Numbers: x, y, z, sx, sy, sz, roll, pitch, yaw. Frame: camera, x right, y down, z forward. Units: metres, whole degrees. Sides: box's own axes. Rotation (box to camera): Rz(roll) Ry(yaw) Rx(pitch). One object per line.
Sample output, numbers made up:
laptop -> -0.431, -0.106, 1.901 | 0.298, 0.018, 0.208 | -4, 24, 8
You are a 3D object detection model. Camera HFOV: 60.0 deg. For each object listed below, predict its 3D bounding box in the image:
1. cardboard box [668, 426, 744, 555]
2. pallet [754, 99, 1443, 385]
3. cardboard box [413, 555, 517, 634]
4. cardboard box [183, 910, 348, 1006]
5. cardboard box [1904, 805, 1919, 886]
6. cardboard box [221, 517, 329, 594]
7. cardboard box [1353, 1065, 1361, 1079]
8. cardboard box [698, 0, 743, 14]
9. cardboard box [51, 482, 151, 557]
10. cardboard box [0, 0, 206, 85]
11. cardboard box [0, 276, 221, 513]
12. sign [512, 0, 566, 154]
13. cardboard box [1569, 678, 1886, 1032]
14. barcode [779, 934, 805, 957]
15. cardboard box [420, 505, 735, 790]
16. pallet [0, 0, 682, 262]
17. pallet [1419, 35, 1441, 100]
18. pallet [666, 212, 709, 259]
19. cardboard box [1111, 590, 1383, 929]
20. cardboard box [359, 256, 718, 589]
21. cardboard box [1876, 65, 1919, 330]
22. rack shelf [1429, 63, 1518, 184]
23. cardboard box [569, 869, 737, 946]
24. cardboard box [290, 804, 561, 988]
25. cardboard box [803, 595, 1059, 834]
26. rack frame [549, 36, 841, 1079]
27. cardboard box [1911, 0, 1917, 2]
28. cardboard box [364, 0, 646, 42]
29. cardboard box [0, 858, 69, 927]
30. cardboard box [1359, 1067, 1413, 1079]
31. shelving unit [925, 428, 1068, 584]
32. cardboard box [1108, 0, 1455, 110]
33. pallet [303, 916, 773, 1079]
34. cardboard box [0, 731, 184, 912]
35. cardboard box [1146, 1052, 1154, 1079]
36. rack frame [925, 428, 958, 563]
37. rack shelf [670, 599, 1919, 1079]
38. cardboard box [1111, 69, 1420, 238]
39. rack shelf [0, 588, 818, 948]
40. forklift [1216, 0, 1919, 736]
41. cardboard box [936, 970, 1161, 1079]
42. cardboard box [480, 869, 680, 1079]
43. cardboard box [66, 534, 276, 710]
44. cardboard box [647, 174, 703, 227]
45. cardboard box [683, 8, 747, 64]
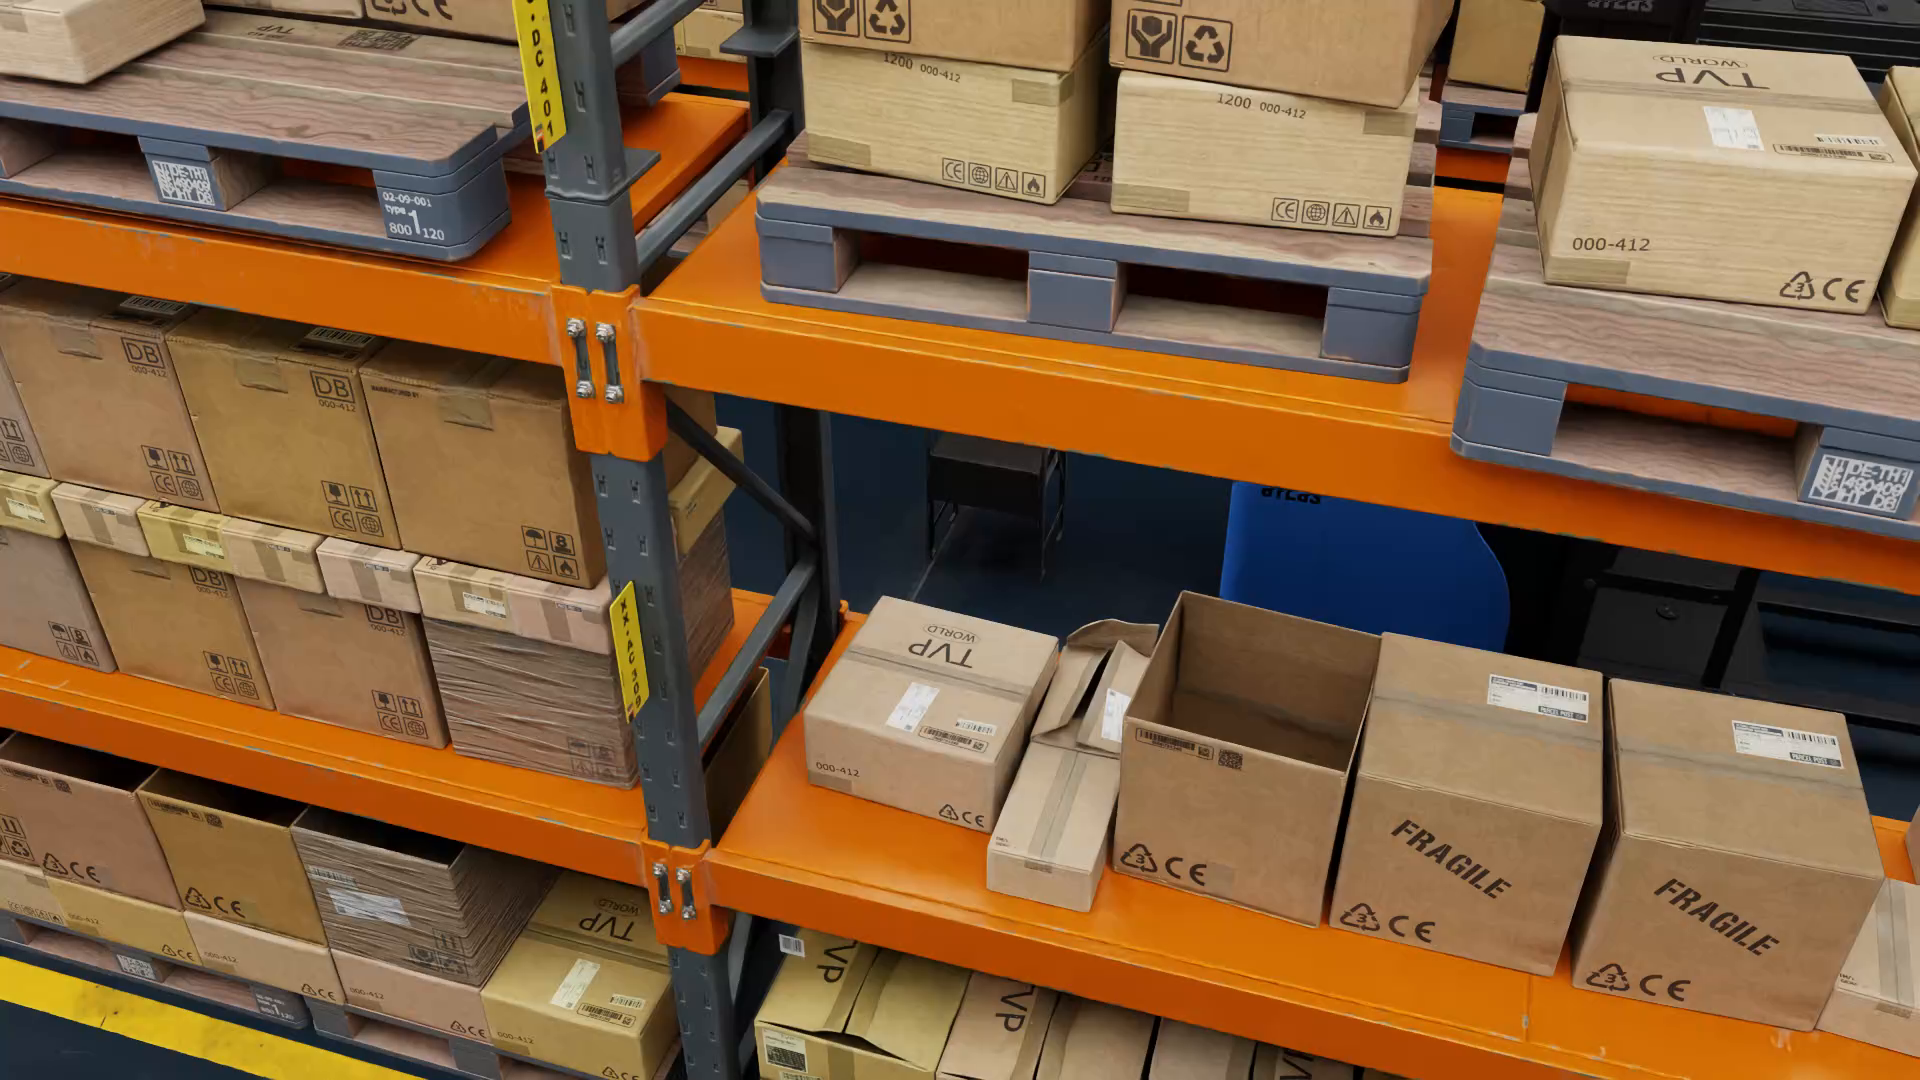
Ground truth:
cardboard box -> -0.747, -0.147, 4.288 | 0.250, 0.149, 0.380 | 10, 38, 14
pallet -> 0.298, -0.671, 3.262 | 1.217, 0.209, 0.805 | 9, 37, 12
cardboard box -> -1.107, 0.038, 4.036 | 0.250, 0.149, 0.380 | 10, 37, 13
cardboard box -> -2.012, 1.117, 5.167 | 0.500, 0.250, 0.500 | 10, 38, 14
cardboard box -> 2.474, 0.787, 3.726 | 0.500, 0.311, 0.500 | 10, 38, 13
cardboard box -> -1.609, -0.053, 4.159 | 0.250, 0.149, 0.380 | 10, 38, 14
cardboard box -> 1.390, 1.430, 4.742 | 0.500, 0.250, 0.500 | 11, 38, 15
cardboard box -> -1.070, -2.922, 8.167 | 0.500, 0.500, 0.500 | 12, 38, 15
cardboard box -> -2.083, -0.142, 4.281 | 0.250, 0.149, 0.380 | 12, 38, 15
cardboard box -> -1.781, -1.080, 3.395 | 0.250, 0.149, 0.380 | 10, 38, 14
cardboard box -> -1.934, -0.504, 4.225 | 0.500, 0.500, 0.700 | 10, 38, 14
sign -> -0.712, -0.823, 2.804 | 0.005, 0.325, 0.100 | 10, 38, 14
cardboard box -> 1.663, 0.691, 3.697 | 0.500, 0.500, 0.500 | 9, 37, 11
barcode -> -0.429, 1.035, 4.241 | 0.075, 0.075, 0.001 | 10, 38, 14
cardboard box -> -0.974, 0.196, 4.369 | 0.500, 0.500, 0.700 | 10, 37, 13
pallet -> -1.370, -0.997, 3.619 | 1.213, 0.211, 1.003 | 10, 38, 14
pallet -> 1.612, -2.198, 7.867 | 1.213, 0.211, 1.003 | 10, 38, 14
pallet -> -0.894, -1.682, 9.358 | 1.213, 0.211, 1.003 | 10, 38, 14
cardboard box -> 0.683, 0.509, 3.943 | 0.500, 0.500, 0.500 | 13, 38, 17
cardboard box -> -0.974, -0.326, 3.984 | 0.500, 0.500, 0.700 | 11, 38, 14
cardboard box -> 1.772, -0.537, 2.691 | 0.500, 0.250, 0.500 | 10, 37, 13
rack shelf -> 2.834, -1.849, 7.838 | 4.000, 0.370, 1.077 | 10, 38, 14
cardboard box -> -0.900, 0.996, 5.332 | 0.500, 0.250, 0.500 | 10, 38, 14
cardboard box -> -1.530, 0.894, 4.837 | 0.500, 0.500, 0.500 | 10, 38, 14
cardboard box -> -0.065, 0.434, 4.256 | 0.500, 0.250, 0.500 | 13, 38, 17
rack frame -> -0.548, 0.311, 4.297 | 0.127, 3.000, 1.000 | 10, 38, 14
cardboard box -> 3.750, -2.163, 7.203 | 0.500, 0.500, 0.700 | 7, 37, 10
cardboard box -> -0.950, -1.401, 3.535 | 0.500, 0.500, 0.500 | 14, 38, 18
cardboard box -> -2.965, 0.938, 5.410 | 0.500, 0.250, 0.500 | 10, 38, 14
cardboard box -> 1.240, 1.509, 4.162 | 0.500, 0.311, 0.500 | 12, 38, 15
shelving unit -> 0.158, -0.816, 6.588 | 0.503, 2.100, 0.431 | 10, 38, 14
cardboard box -> 0.579, -1.089, 2.808 | 0.500, 0.500, 0.500 | 14, 39, 18
pallet -> -1.295, 1.270, 5.346 | 1.213, 0.211, 1.003 | 10, 38, 14
cardboard box -> -2.490, 0.728, 5.063 | 0.500, 0.500, 0.500 | 10, 38, 14
cardboard box -> 0.251, 1.552, 4.576 | 0.500, 0.250, 0.500 | 11, 38, 15
rack frame -> -0.075, -0.860, 6.646 | 0.015, 2.100, 0.400 | 10, 38, 14
rack shelf -> 1.361, 0.955, 4.030 | 4.000, 0.370, 1.077 | 10, 38, 14
cardboard box -> 0.562, -0.796, 3.042 | 0.500, 0.250, 0.500 | 7, 37, 9
rack shelf -> -2.457, 0.248, 4.990 | 4.000, 0.370, 1.077 | 10, 38, 14
forklift -> 2.556, -0.696, 5.723 | 3.031, 2.935, 1.130 | 9, 37, 12
cardboard box -> 0.248, 1.329, 4.406 | 0.500, 0.311, 0.500 | 10, 38, 13
cardboard box -> -1.056, 1.291, 4.931 | 0.500, 0.250, 0.500 | 10, 38, 14
cardboard box -> -1.957, 0.016, 4.614 | 0.500, 0.500, 0.700 | 11, 38, 15
cardboard box -> -1.715, -2.020, 9.361 | 0.500, 0.311, 0.500 | 14, 38, 18
cardboard box -> -1.055, -2.613, 8.380 | 0.500, 0.250, 0.500 | 11, 38, 14
